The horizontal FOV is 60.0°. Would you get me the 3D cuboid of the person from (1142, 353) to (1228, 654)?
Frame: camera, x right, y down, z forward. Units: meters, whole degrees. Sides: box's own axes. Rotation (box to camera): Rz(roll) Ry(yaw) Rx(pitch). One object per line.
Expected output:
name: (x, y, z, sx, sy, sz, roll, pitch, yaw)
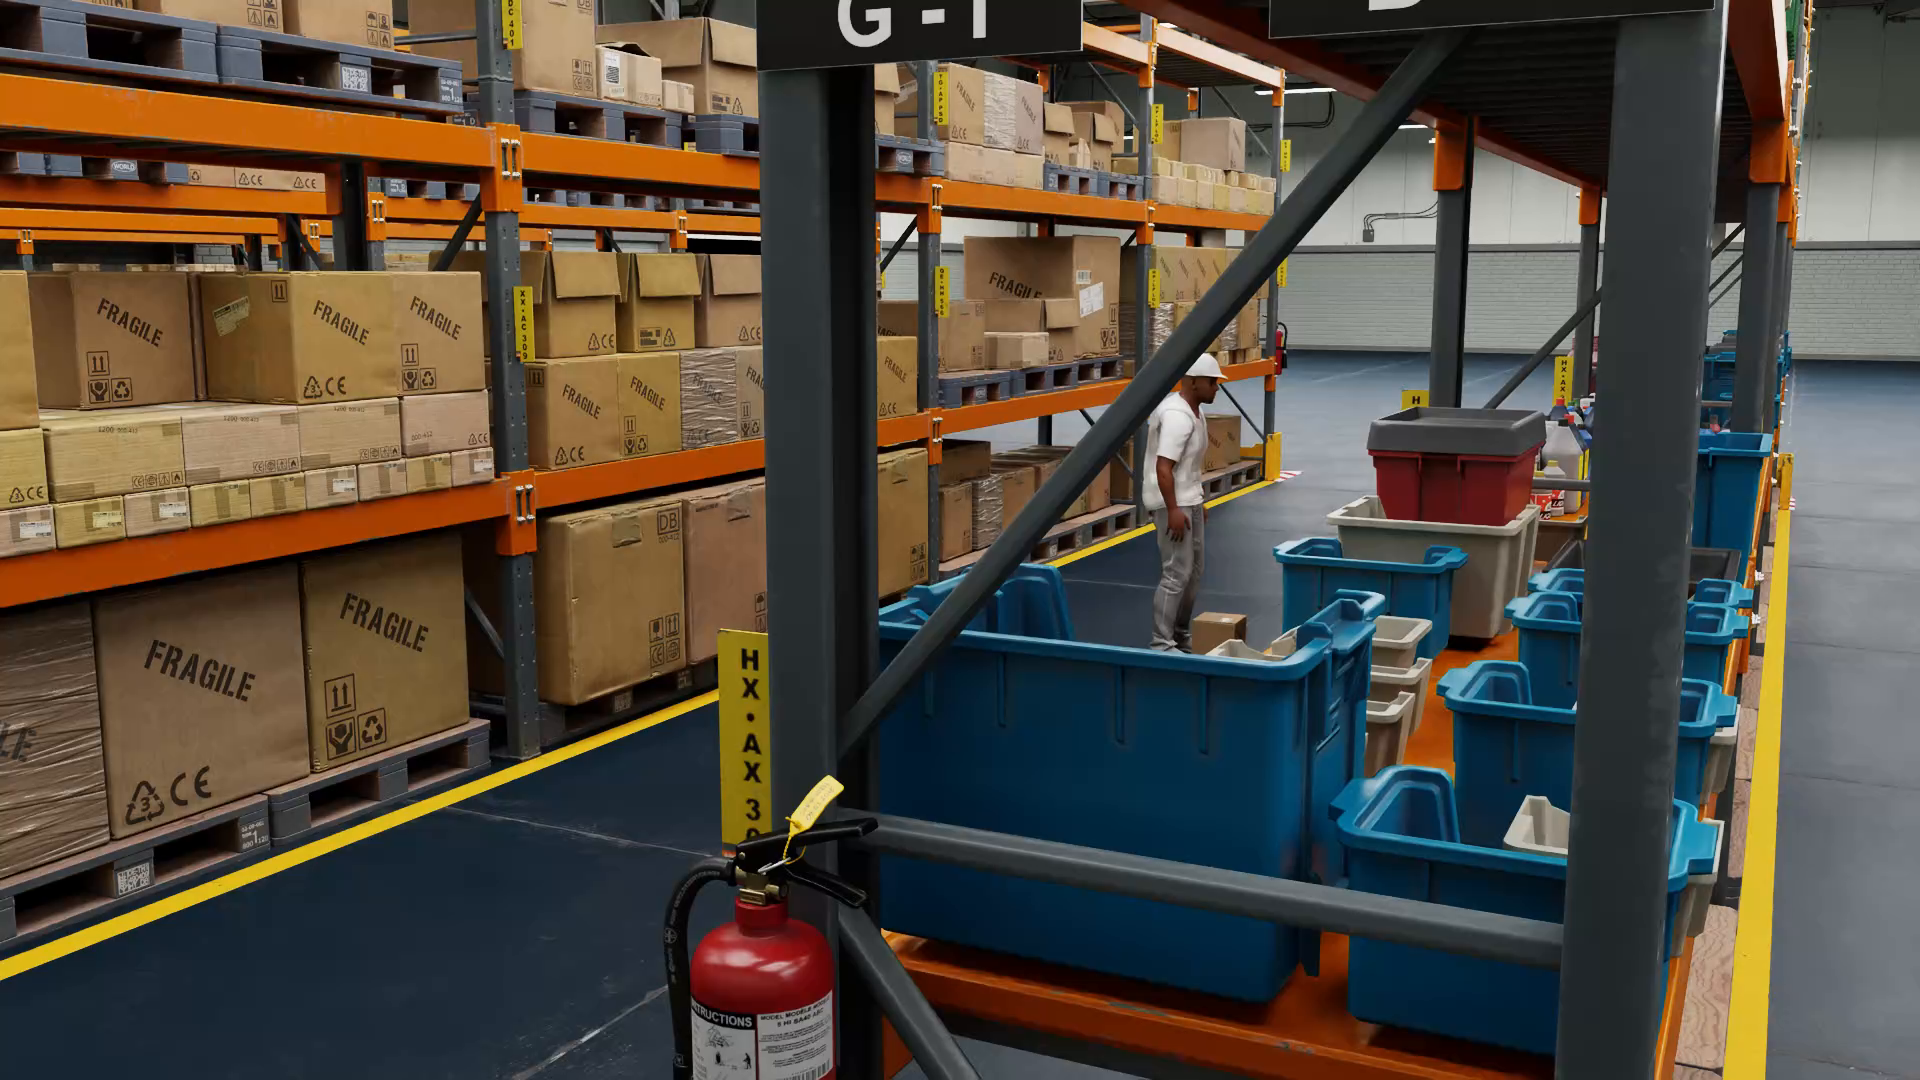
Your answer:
person: (1.285, -0.193, 9.525, 0.456, 1.760, 0.635, 4, 10, 23)
